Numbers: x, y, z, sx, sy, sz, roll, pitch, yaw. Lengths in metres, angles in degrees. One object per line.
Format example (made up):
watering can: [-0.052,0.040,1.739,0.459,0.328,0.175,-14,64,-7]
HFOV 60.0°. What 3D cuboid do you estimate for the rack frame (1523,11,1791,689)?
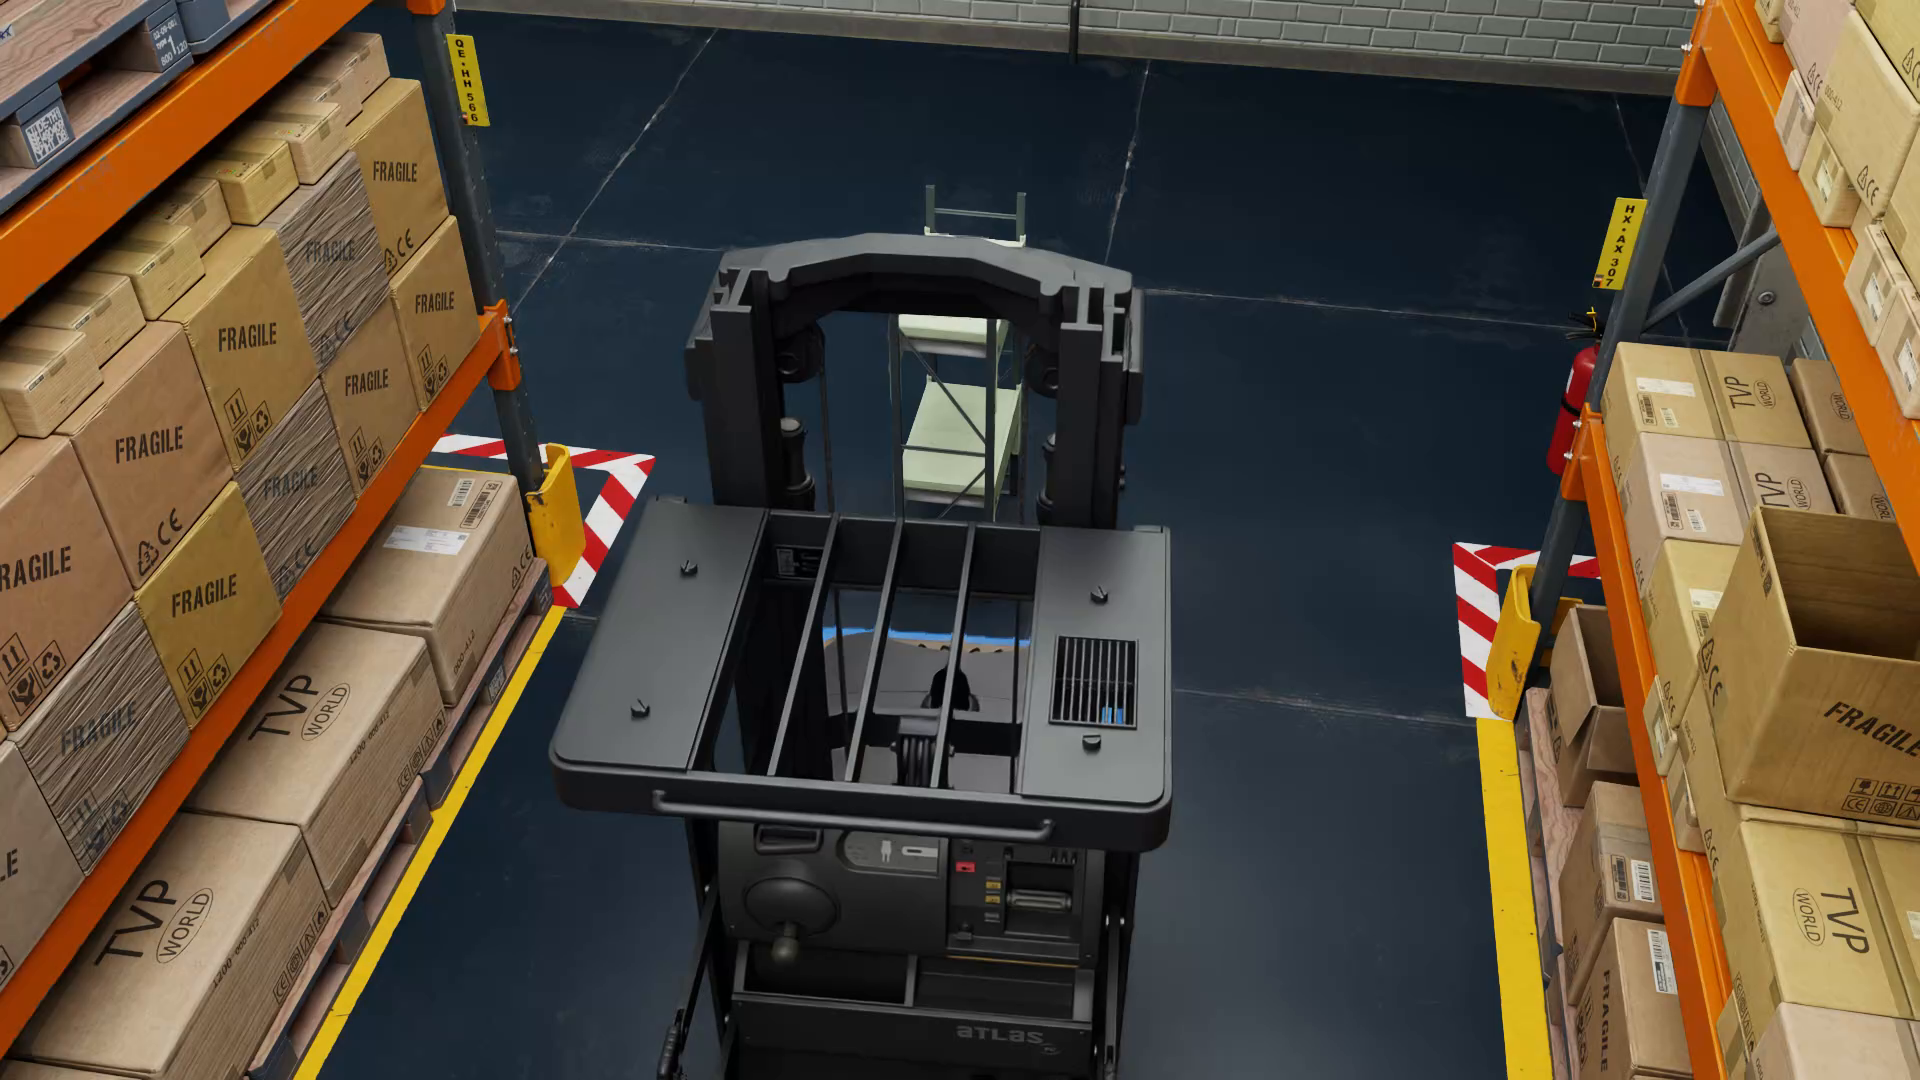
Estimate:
rack frame: [2.667,-0.561,5.574,1.000,3.000,0.127,6,40,8]

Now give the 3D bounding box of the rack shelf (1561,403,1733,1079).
rack shelf: [2.321,0.972,4.285,1.077,0.370,4.000,6,40,8]

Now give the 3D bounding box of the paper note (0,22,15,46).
paper note: [-2.012,-1.042,3.470,0.006,0.032,0.123,6,40,8]

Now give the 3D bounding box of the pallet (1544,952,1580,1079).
pallet: [2.304,1.826,4.876,1.003,0.211,1.213,6,40,8]

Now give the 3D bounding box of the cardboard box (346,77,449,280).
cardboard box: [-2.071,-1.201,5.485,0.500,0.500,0.500,8,40,9]

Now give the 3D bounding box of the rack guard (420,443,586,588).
rack guard: [-2.218,-0.157,7.048,1.175,0.500,0.348,6,40,8]

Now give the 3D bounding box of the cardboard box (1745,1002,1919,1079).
cardboard box: [1.895,1.230,3.292,0.500,0.250,0.500,7,40,8]

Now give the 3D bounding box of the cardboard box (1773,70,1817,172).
cardboard box: [2.158,-0.974,3.917,0.380,0.149,0.250,7,40,9]

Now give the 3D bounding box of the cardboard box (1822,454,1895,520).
cardboard box: [2.759,0.024,4.751,0.500,0.250,0.500,7,40,8]

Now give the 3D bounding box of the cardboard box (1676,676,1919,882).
cardboard box: [2.085,0.596,4.060,0.500,0.250,0.500,5,40,7]

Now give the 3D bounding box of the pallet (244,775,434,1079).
pallet: [-2.497,1.243,5.581,1.003,0.211,1.213,6,40,8]

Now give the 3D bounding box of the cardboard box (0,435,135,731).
cardboard box: [-2.400,0.072,3.946,0.500,0.500,0.500,7,40,9]

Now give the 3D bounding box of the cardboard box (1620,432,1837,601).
cardboard box: [2.237,-0.046,4.836,0.500,0.250,0.500,7,40,8]

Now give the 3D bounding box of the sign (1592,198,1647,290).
sign: [2.133,-0.954,5.370,0.100,0.325,0.005,6,40,8]

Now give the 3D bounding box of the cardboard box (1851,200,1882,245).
cardboard box: [2.138,-0.647,3.521,0.380,0.149,0.250,6,40,7]

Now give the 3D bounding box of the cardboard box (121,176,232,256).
cardboard box: [-2.268,-0.889,4.599,0.380,0.149,0.250,6,40,7]

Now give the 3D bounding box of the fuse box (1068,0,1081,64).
fuse box: [0.774,-3.827,10.536,0.539,1.711,0.414,6,40,8]

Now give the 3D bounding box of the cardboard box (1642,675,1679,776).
cardboard box: [2.068,0.515,4.470,0.380,0.149,0.250,5,40,6]

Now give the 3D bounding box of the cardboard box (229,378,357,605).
cardboard box: [-2.226,-0.175,5.029,0.500,0.500,0.500,7,40,9]

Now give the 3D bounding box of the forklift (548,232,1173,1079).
forklift: [-0.138,0.923,3.833,1.130,2.935,3.031,4,40,4]

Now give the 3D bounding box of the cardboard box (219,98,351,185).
cardboard box: [-2.069,-1.199,4.974,0.380,0.149,0.250,6,40,7]

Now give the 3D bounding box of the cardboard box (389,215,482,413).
cardboard box: [-2.045,-0.812,5.800,0.500,0.500,0.500,7,40,8]

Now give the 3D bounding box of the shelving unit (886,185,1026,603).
shelving unit: [-0.001,-0.574,6.767,0.431,1.500,0.755,6,40,8]

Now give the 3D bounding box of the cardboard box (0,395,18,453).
cardboard box: [-2.432,-0.246,3.821,0.380,0.149,0.250,6,40,8]

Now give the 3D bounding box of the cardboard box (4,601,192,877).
cardboard box: [-2.392,0.474,4.244,0.500,0.500,0.500,7,40,8]

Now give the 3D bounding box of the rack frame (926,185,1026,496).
rack frame: [0.062,-0.804,7.045,0.400,1.500,0.023,6,40,8]

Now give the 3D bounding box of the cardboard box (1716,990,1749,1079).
cardboard box: [1.915,1.162,3.688,0.380,0.149,0.250,6,40,7]

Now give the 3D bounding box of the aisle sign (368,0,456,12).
aisle sign: [-1.904,-2.118,5.418,0.394,0.787,0.004,6,40,8]

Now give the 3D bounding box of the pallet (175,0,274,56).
pallet: [-2.340,-1.761,4.741,1.003,0.211,1.213,6,40,8]

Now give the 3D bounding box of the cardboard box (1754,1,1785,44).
cardboard box: [2.383,-1.445,4.487,0.380,0.149,0.250,7,40,9]

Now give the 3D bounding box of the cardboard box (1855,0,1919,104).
cardboard box: [2.163,-1.081,3.342,0.500,0.250,0.500,6,40,7]

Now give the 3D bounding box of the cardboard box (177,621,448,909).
cardboard box: [-2.388,0.721,5.706,0.875,0.438,0.875,7,40,9]

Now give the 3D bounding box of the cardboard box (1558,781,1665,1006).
cardboard box: [2.282,1.147,5.141,0.700,0.500,0.500,8,40,9]

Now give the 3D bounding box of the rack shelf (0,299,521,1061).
rack shelf: [-2.568,0.427,4.944,1.077,0.370,4.000,6,40,8]

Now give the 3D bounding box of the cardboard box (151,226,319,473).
cardboard box: [-2.221,-0.559,4.709,0.500,0.500,0.500,6,40,7]

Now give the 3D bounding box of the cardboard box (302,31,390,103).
cardboard box: [-2.087,-1.532,5.377,0.380,0.149,0.250,7,40,8]

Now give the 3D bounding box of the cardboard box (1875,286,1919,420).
cardboard box: [1.984,-0.337,3.147,0.380,0.149,0.250,7,40,9]

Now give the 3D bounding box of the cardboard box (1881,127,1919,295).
cardboard box: [2.086,-0.557,3.100,0.500,0.250,0.500,6,40,7]

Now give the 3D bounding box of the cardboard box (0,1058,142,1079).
cardboard box: [-2.700,1.848,4.342,0.875,0.438,0.875,6,40,7]

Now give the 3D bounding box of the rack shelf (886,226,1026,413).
rack shelf: [-0.001,-0.875,6.518,0.431,0.370,0.720,6,40,8]

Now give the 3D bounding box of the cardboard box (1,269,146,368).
cardboard box: [-2.318,-0.563,4.204,0.380,0.149,0.250,8,40,9]

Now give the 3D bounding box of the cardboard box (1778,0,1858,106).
cardboard box: [2.254,-1.204,3.882,0.500,0.250,0.500,7,40,9]

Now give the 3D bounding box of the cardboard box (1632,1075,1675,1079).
cardboard box: [2.102,1.798,4.353,0.700,0.500,0.500,5,40,6]
